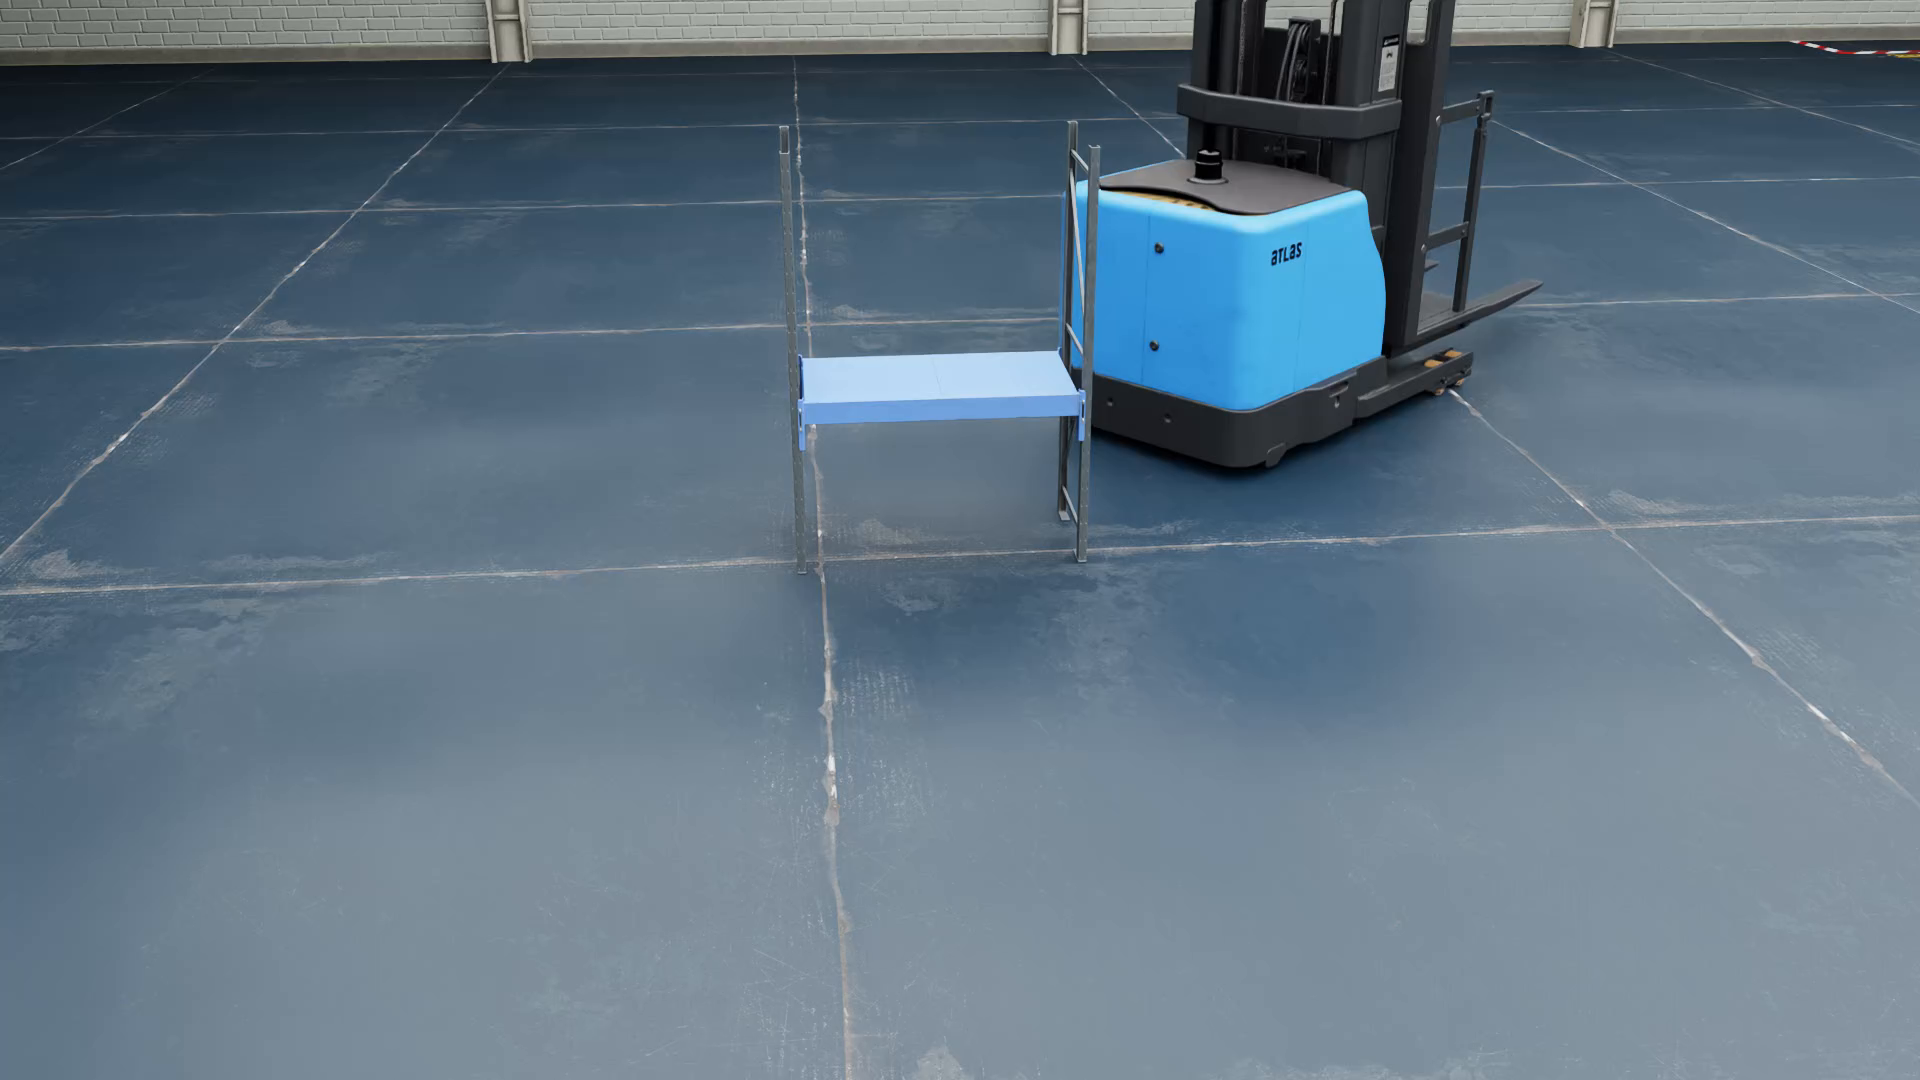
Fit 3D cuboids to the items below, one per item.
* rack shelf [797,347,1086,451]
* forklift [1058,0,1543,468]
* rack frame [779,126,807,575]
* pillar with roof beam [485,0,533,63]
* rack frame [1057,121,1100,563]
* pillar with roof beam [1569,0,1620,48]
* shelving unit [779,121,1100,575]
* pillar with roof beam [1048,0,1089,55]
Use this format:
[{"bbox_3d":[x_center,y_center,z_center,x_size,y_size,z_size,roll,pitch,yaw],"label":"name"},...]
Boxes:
[{"bbox_3d":[-0.085,-0.518,6.011,1.000,0.185,0.538,-2,24,-5],"label":"rack shelf"},{"bbox_3d":[1.790,-2.141,7.458,1.130,2.935,3.031,21,31,39],"label":"forklift"},{"bbox_3d":[-0.591,-0.662,5.892,0.032,1.500,0.500,-2,24,-5],"label":"rack frame"},{"bbox_3d":[-4.365,-7.507,12.060,0.400,9.000,9.100,-2,24,-5],"label":"pillar with roof beam"},{"bbox_3d":[0.421,-0.702,5.983,0.032,1.500,0.500,-2,24,-5],"label":"rack frame"},{"bbox_3d":[7.576,-7.986,13.137,0.400,9.000,9.100,-2,24,-5],"label":"pillar with roof beam"},{"bbox_3d":[-0.085,-0.682,5.938,1.048,1.500,0.538,-2,24,-5],"label":"shelving unit"},{"bbox_3d":[1.606,-7.746,12.598,0.400,9.000,9.100,-2,24,-5],"label":"pillar with roof beam"}]
